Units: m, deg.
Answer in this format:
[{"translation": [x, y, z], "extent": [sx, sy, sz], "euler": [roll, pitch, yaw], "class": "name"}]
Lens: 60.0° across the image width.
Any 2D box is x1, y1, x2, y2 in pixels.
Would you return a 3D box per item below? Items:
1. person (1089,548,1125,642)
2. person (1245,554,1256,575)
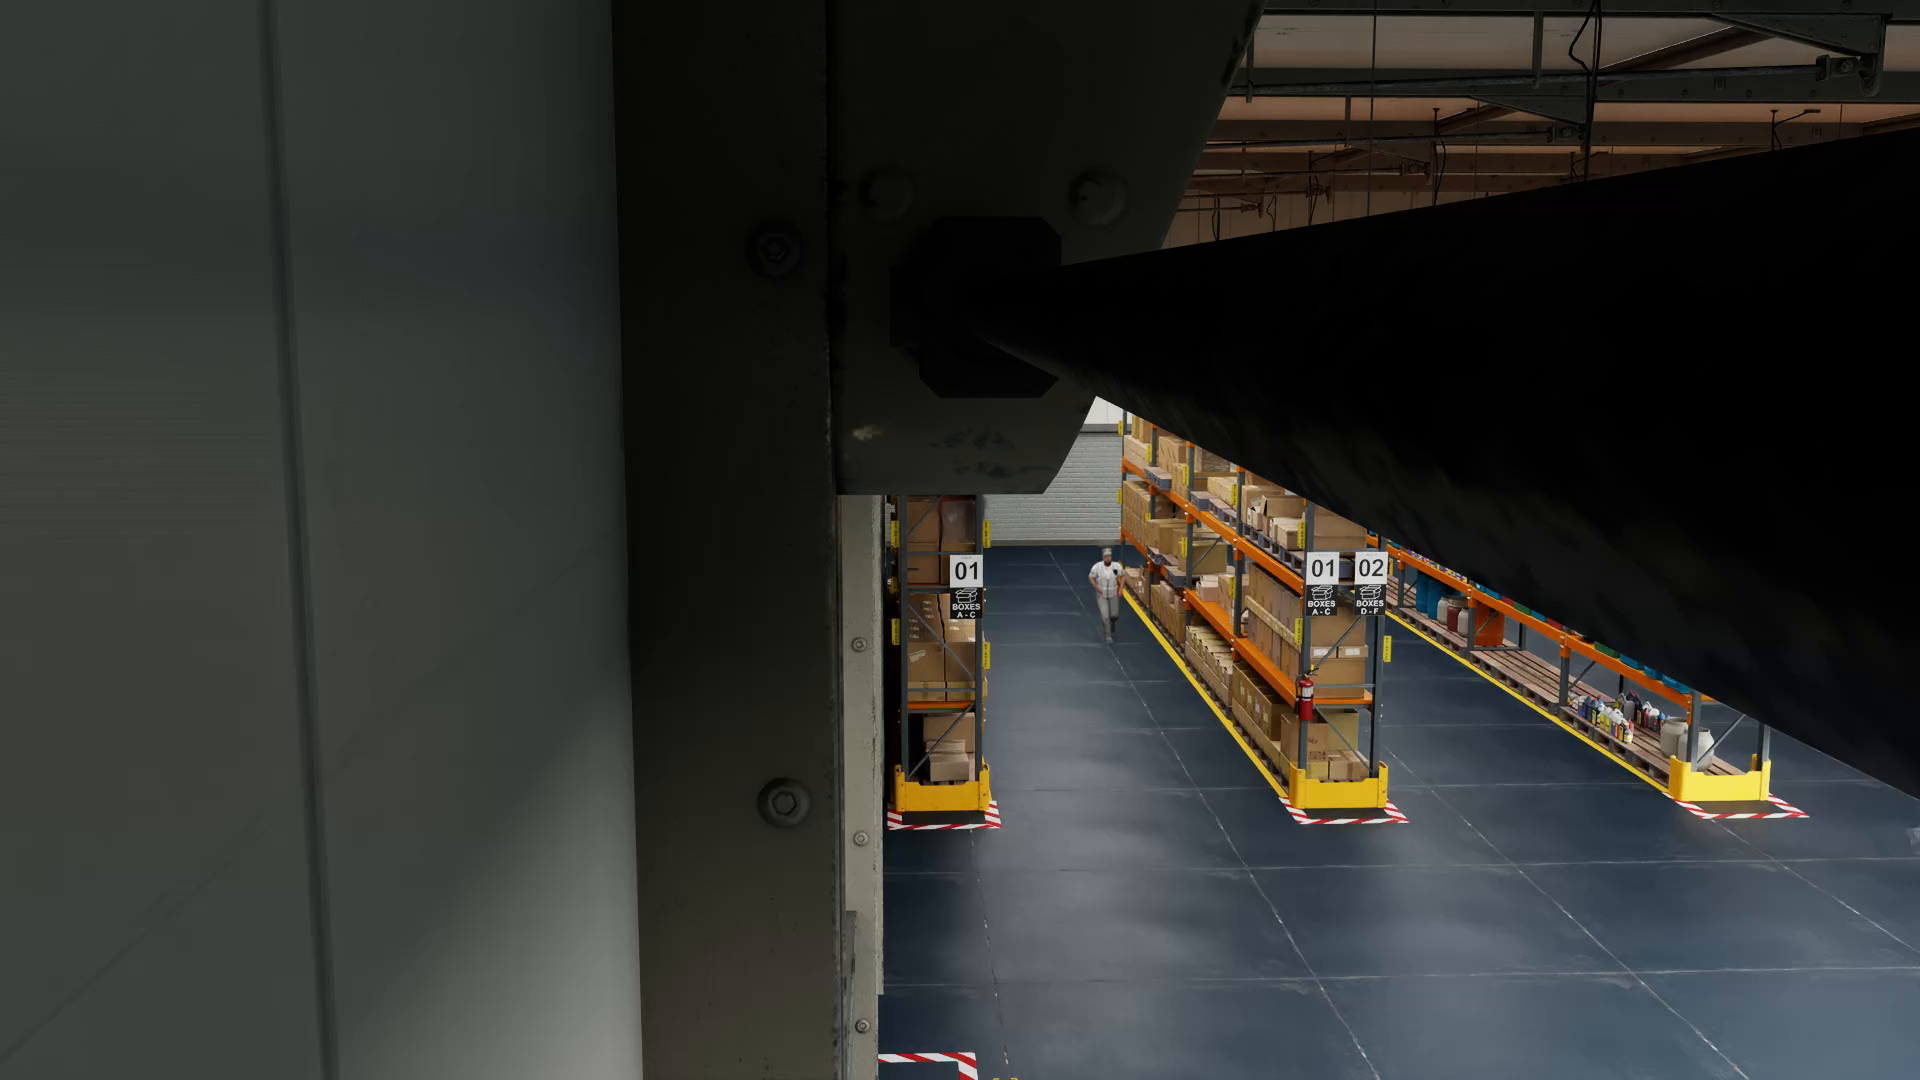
[{"translation": [2.697, 0.997, 30.454], "extent": [0.677, 1.744, 0.572], "euler": [0, 8, 0], "class": "person"}, {"translation": [6.040, 0.483, 34.466], "extent": [0.532, 1.543, 0.603], "euler": [-1, 8, -6], "class": "person"}]
